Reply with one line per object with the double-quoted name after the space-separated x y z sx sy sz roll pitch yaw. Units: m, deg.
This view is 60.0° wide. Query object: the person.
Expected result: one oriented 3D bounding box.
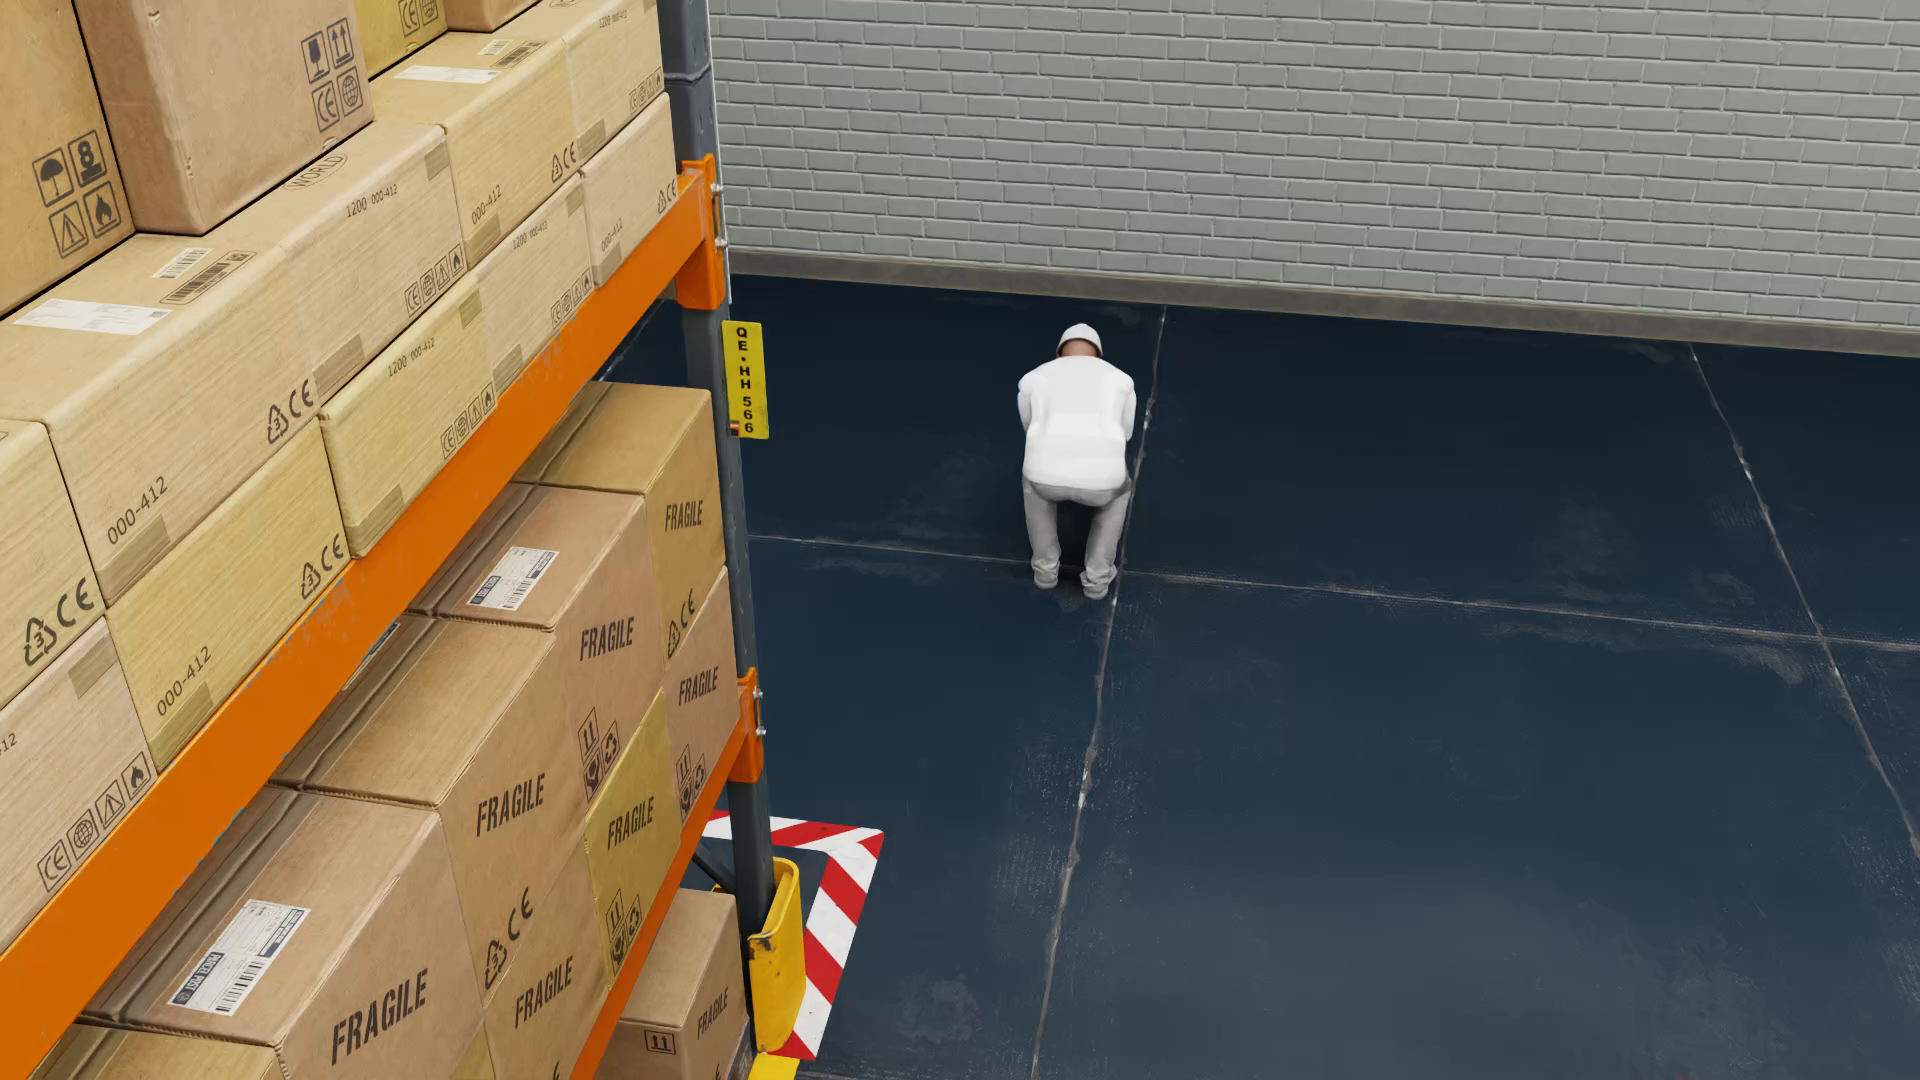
0.500 -0.330 7.348 0.526 1.012 0.956 4 32 6 "person"
